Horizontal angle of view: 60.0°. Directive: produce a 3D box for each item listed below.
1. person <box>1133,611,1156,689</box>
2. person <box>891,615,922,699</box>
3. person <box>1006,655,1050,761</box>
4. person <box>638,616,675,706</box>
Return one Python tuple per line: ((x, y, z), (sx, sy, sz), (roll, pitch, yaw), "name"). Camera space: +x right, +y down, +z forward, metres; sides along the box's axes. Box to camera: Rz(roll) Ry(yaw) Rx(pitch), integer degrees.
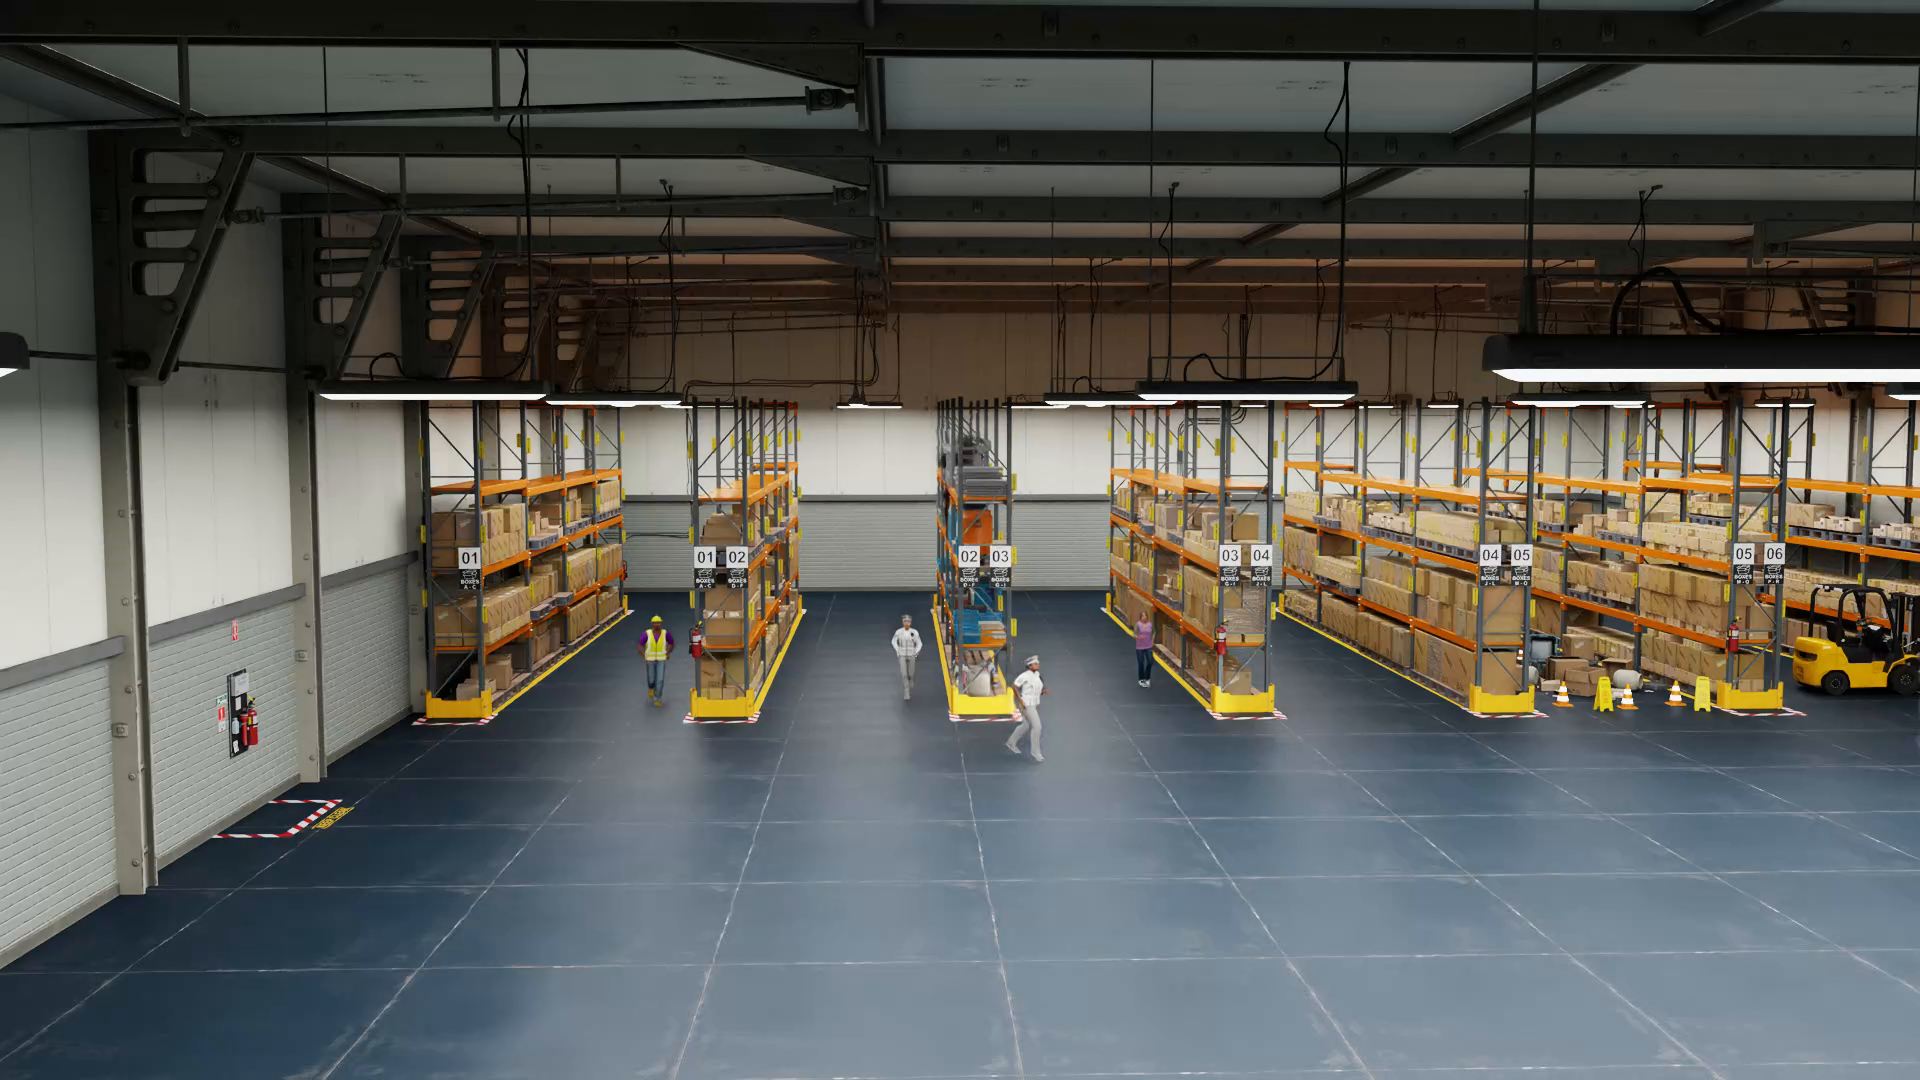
((3.817, 2.265, 34.345), (0.517, 1.607, 0.638), (0, 4, -3), "person")
((-1.073, 2.324, 33.428), (0.618, 1.673, 0.677), (0, 4, -1), "person")
((1.116, 2.754, 27.509), (0.761, 1.748, 0.573), (2, 5, 27), "person")
((-5.924, 2.342, 32.479), (0.719, 1.740, 0.770), (-1, 5, -13), "person")
